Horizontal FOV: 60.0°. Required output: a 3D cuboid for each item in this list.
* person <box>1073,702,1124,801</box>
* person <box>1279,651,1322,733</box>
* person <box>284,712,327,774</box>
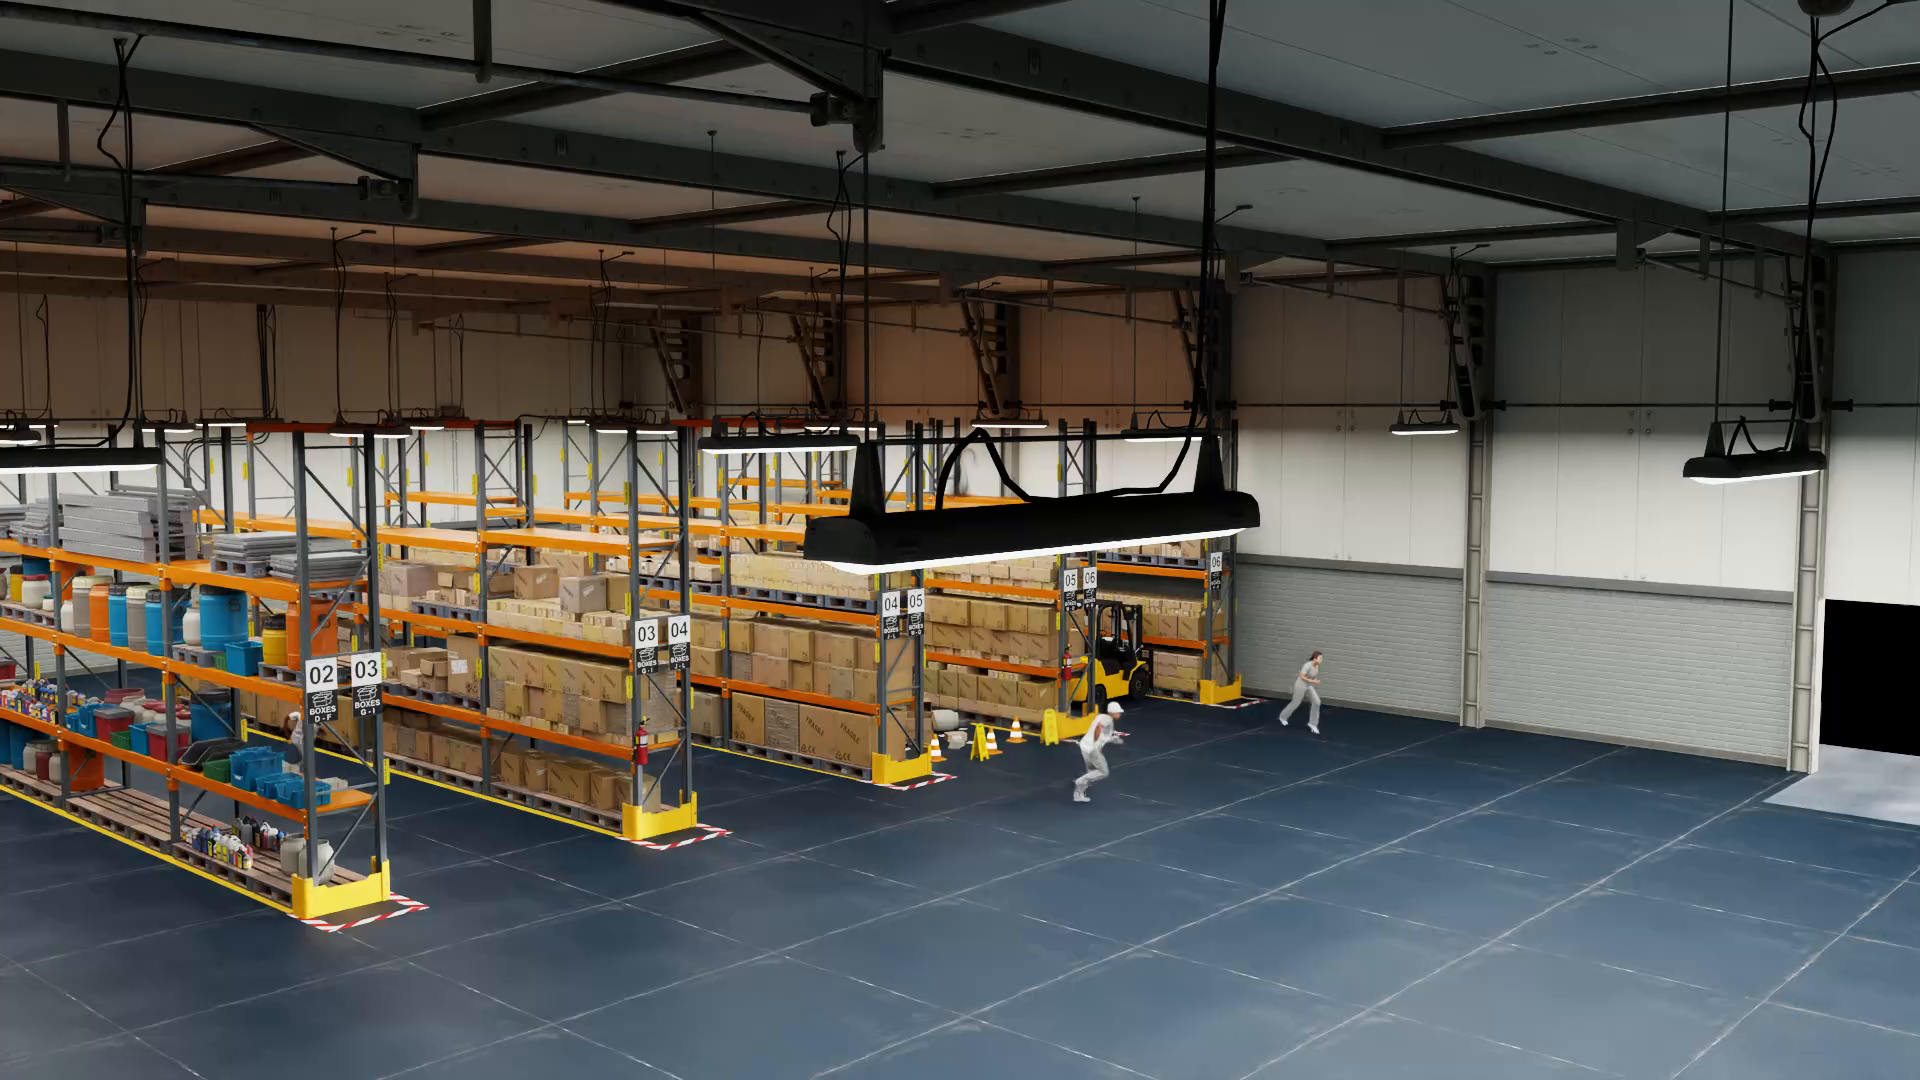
[{"bbox_3d":[2.219,3.380,26.425,0.824,1.591,0.716,-1,5,-8],"label":"person"},{"bbox_3d":[6.632,2.929,32.350,0.952,1.614,0.606,4,6,43],"label":"person"},{"bbox_3d":[-10.741,3.356,27.206,0.927,1.524,0.609,3,5,29],"label":"person"}]
